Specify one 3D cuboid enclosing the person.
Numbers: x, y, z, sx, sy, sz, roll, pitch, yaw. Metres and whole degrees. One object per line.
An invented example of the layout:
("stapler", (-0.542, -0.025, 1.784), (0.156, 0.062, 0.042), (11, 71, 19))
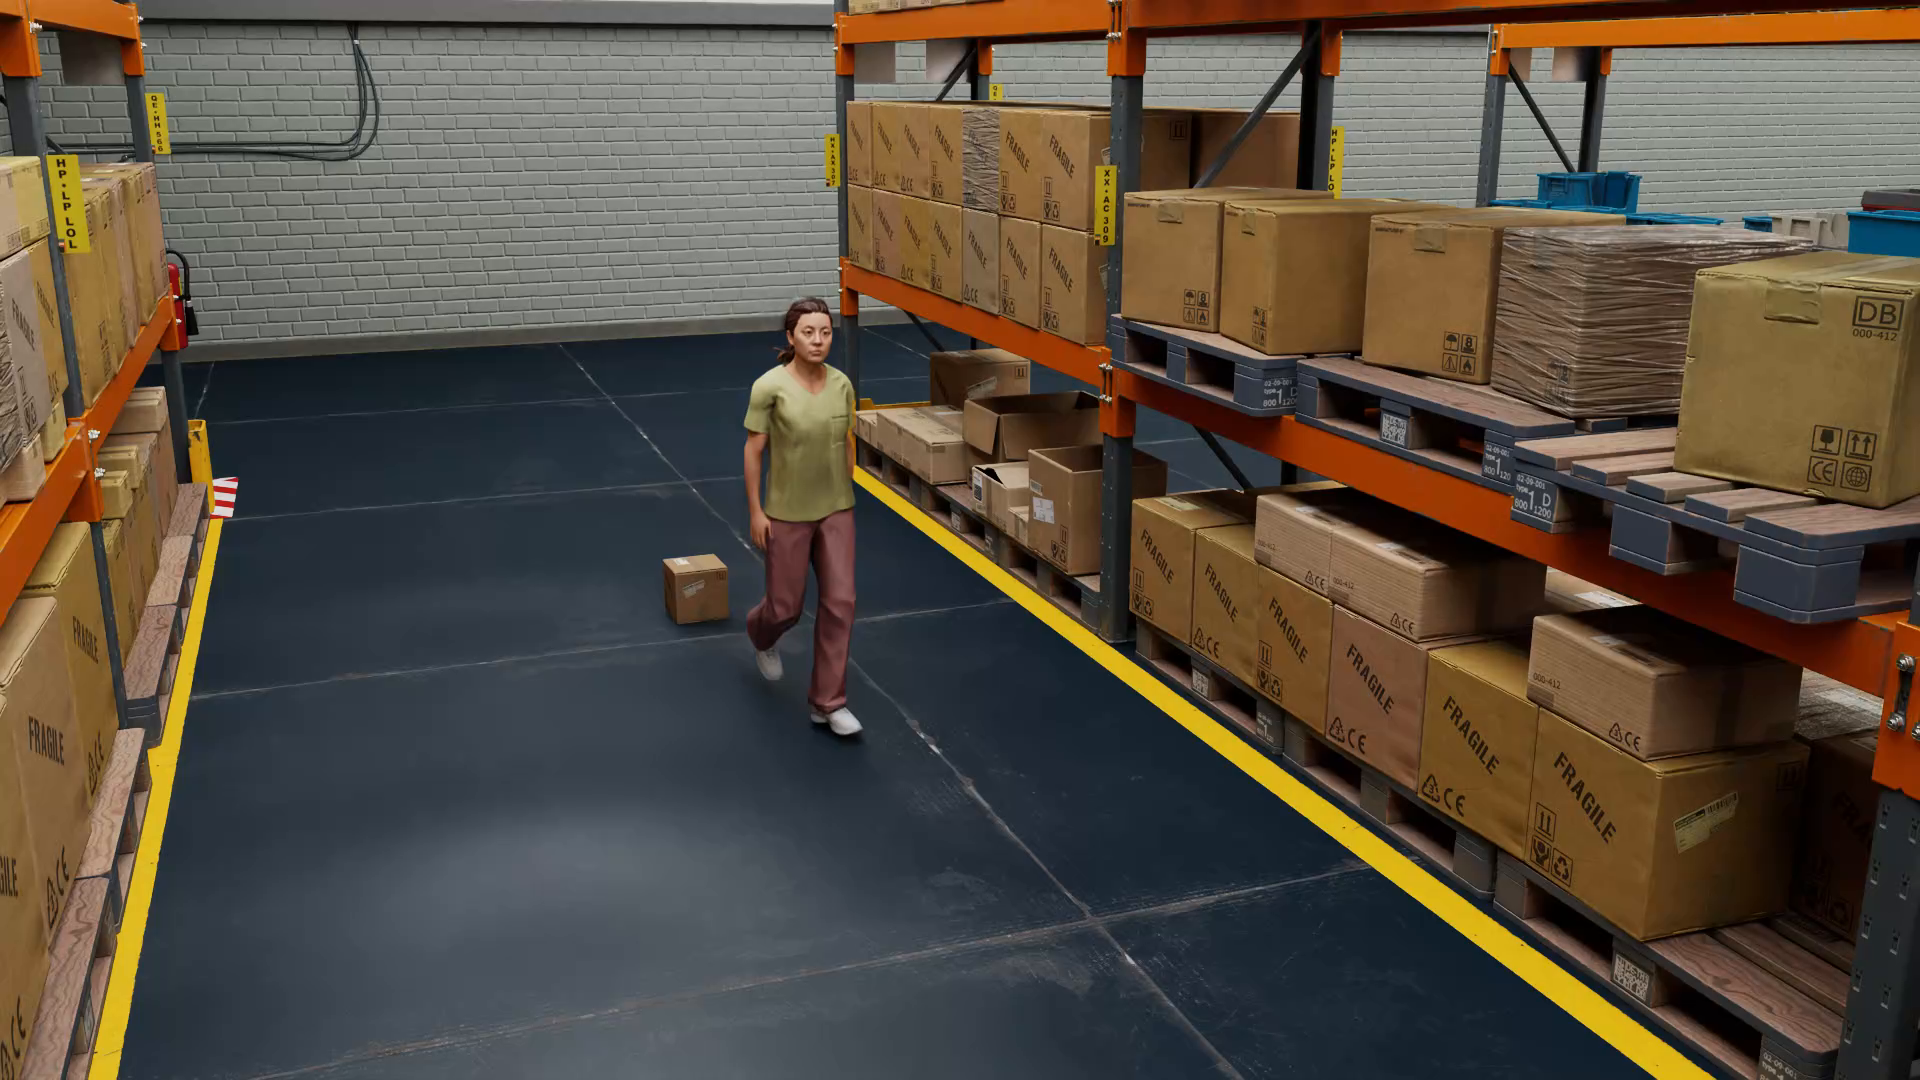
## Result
("person", (-0.621, -0.118, 6.404), (0.457, 1.649, 0.769), (-8, 18, -26))
